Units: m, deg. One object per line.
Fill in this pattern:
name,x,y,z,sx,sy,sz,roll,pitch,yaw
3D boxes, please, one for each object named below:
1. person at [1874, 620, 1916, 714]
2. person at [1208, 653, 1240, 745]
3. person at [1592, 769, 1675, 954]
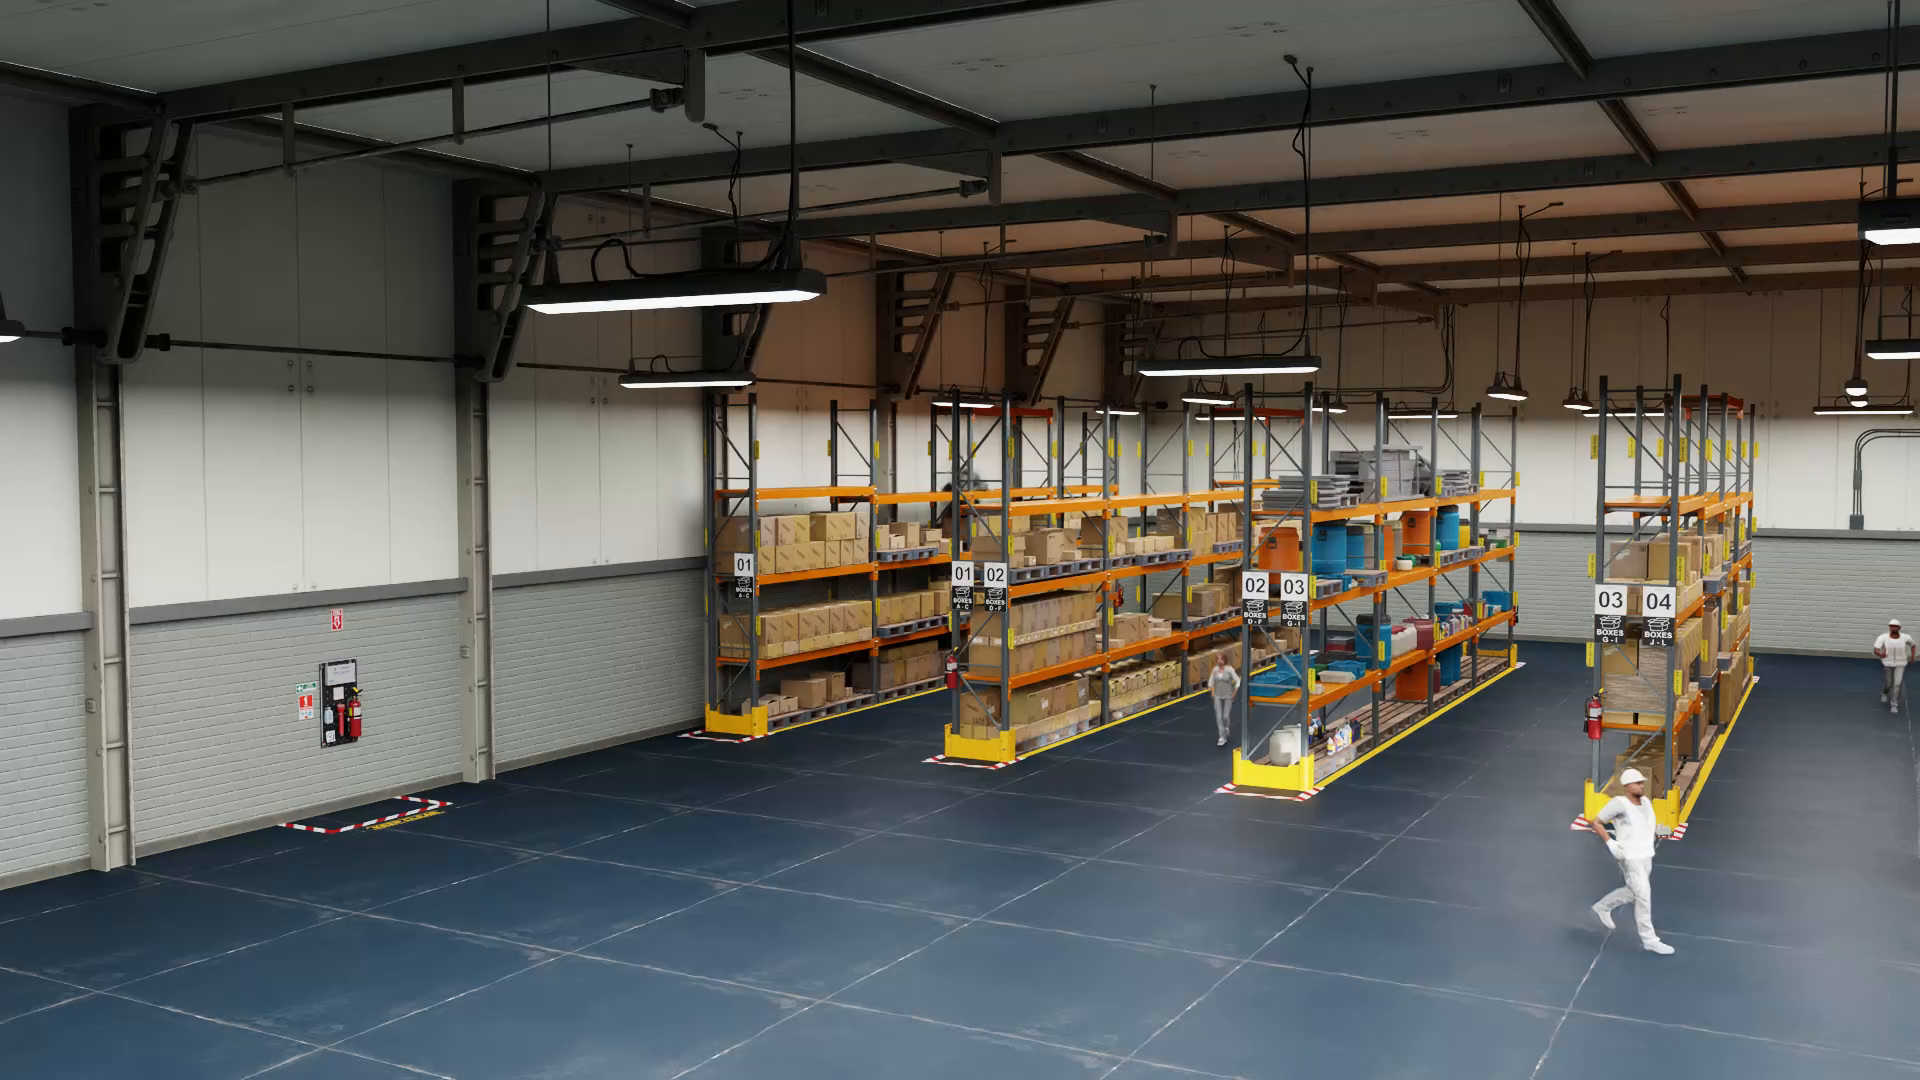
person,17.926,2.402,31.902,0.709,1.768,0.955,2,4,29
person,4.476,2.701,28.302,0.545,1.564,0.490,1,3,23
person,6.777,3.187,16.748,0.691,1.761,0.994,-2,4,-34
